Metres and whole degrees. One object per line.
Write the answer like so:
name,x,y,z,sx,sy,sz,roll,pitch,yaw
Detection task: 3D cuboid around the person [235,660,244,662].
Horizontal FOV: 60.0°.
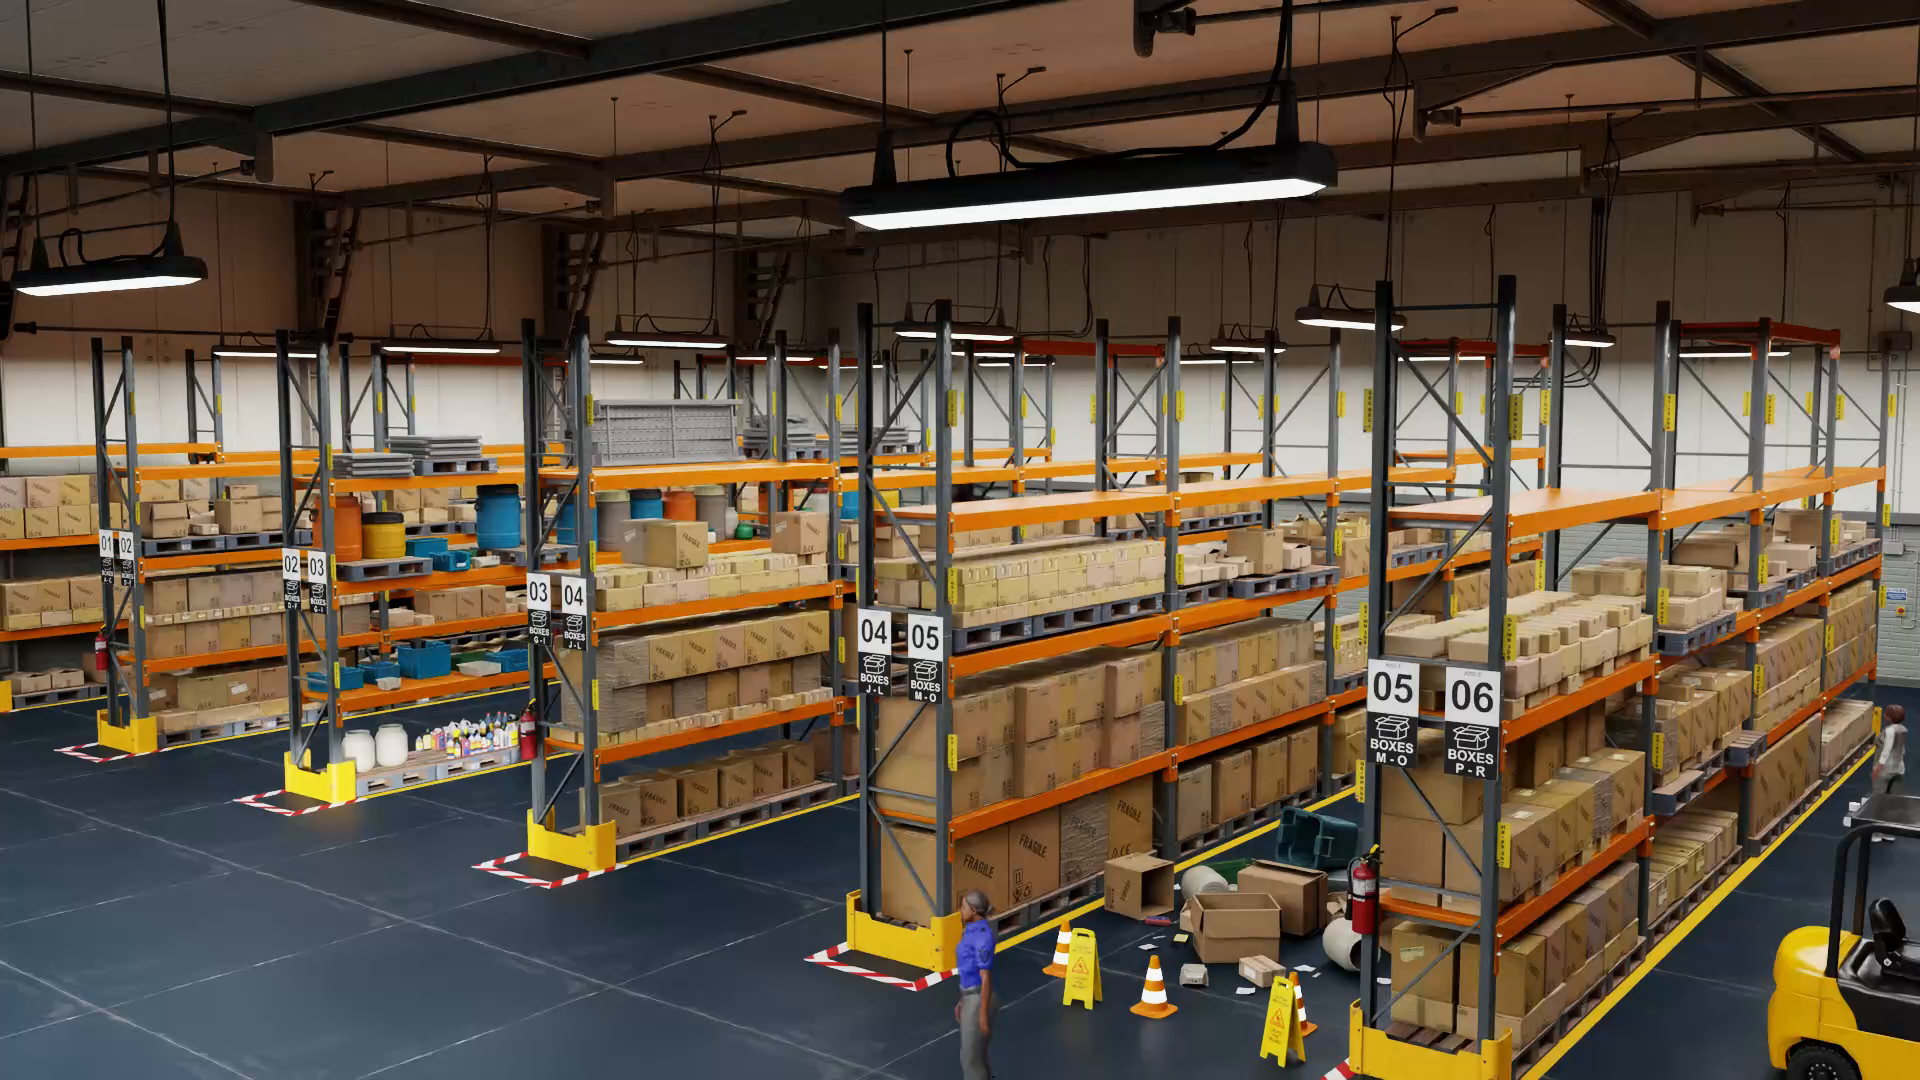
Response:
person,-12.536,1.776,28.592,0.610,1.779,0.538,-2,5,-18

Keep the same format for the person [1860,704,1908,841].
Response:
person,10.750,2.700,19.300,0.504,1.612,0.349,-2,5,-20

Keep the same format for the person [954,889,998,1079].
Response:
person,0.092,3.361,11.769,0.344,1.638,0.555,0,5,-4
